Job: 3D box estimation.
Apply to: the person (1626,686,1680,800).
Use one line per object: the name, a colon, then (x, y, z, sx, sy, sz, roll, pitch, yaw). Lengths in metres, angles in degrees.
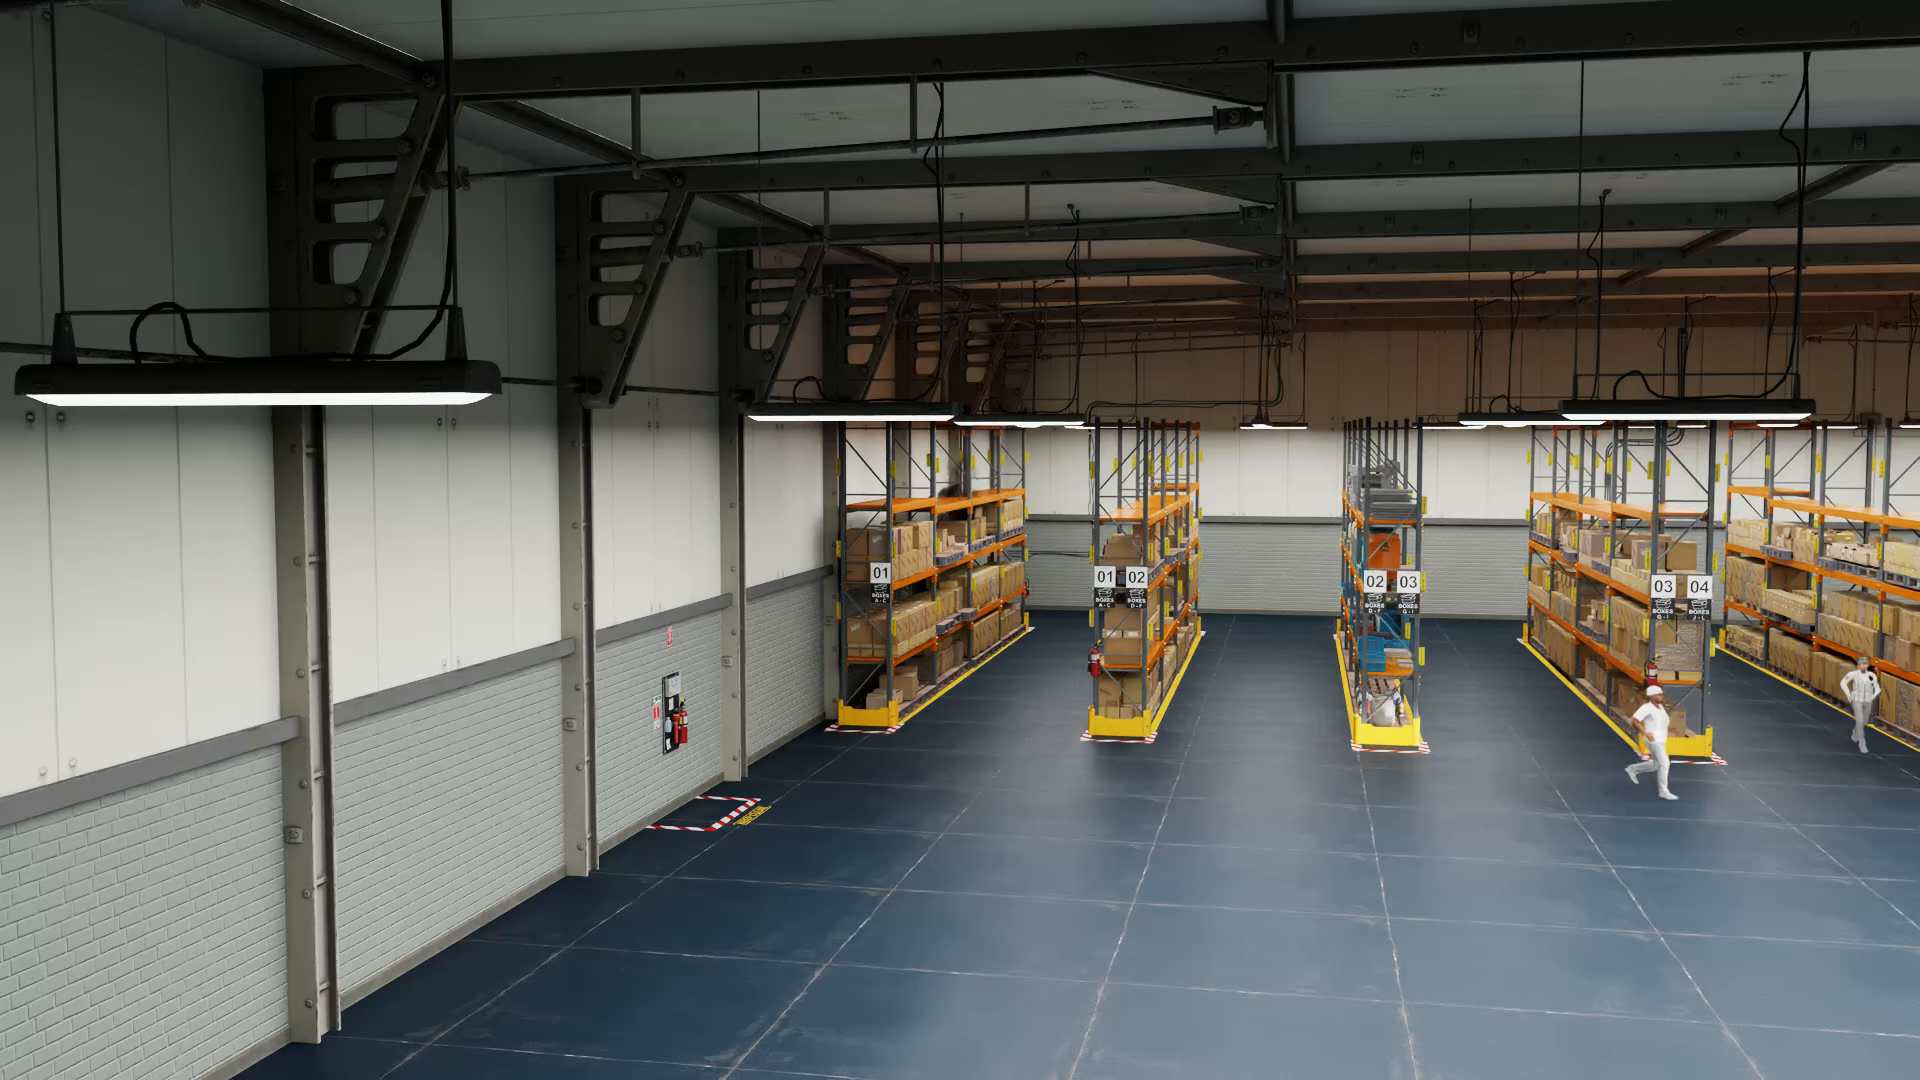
person: (10.877, 3.164, 26.134, 0.867, 1.757, 0.700, 4, 5, 44)

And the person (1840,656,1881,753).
person: (16.264, 2.937, 30.012, 0.628, 1.698, 0.864, 1, 4, 9)
